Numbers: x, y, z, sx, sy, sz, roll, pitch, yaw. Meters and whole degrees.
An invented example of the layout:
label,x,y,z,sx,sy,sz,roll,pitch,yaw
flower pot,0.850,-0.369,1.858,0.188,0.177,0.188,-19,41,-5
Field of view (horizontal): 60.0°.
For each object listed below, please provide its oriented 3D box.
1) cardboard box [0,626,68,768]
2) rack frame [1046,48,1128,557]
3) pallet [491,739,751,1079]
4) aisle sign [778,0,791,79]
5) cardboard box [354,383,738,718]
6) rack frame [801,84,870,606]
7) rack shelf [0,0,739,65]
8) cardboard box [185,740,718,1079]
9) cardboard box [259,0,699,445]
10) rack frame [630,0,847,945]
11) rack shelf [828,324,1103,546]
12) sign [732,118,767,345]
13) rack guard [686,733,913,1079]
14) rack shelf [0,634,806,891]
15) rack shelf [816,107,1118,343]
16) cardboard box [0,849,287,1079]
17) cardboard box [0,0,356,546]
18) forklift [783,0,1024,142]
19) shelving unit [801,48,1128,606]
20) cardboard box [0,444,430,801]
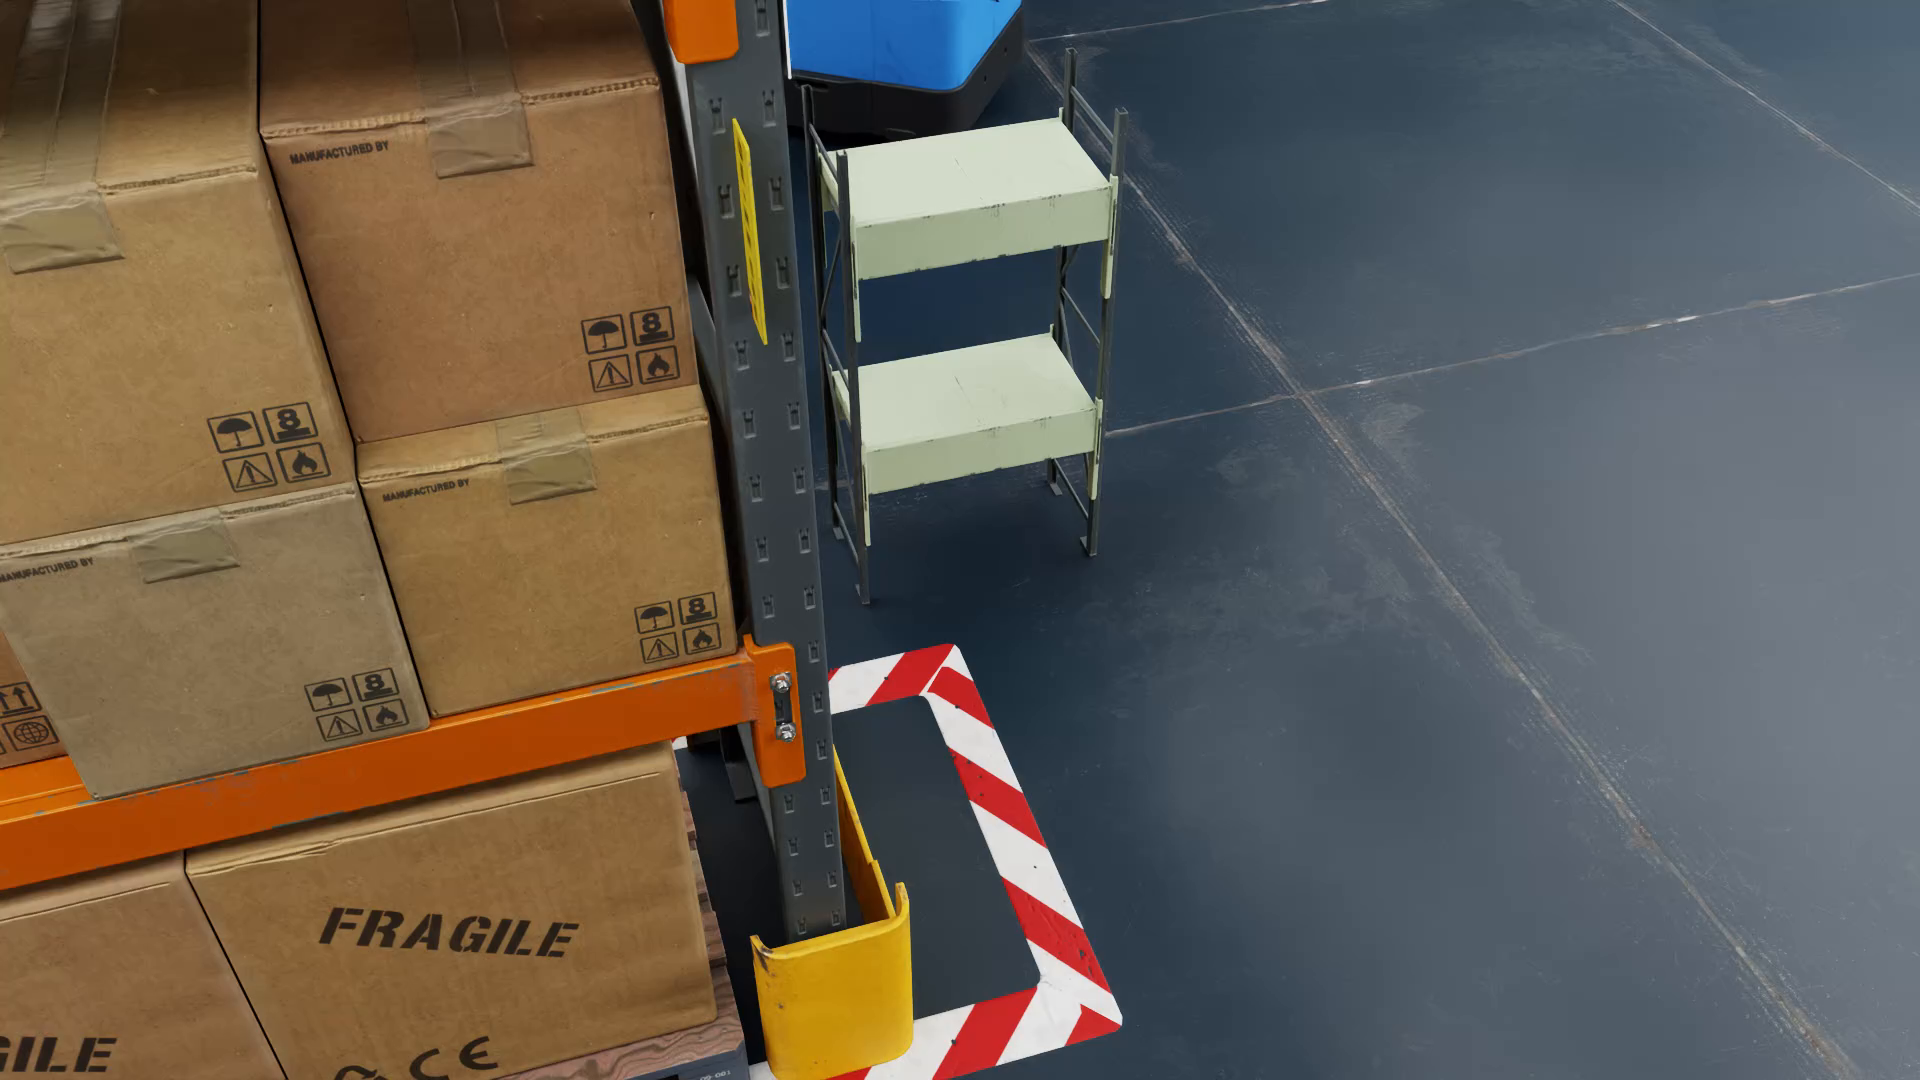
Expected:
label,x,y,z,sx,sy,sz,roll,pitch,yaw
cardboard box,-1.885,-0.063,2.928,0.550,0.550,0.875,-12,42,-13
rack frame,0.355,-0.638,4.841,0.023,1.500,0.400,-12,42,-13
pallet,-1.194,0.995,3.951,1.213,0.211,1.003,-12,42,-13
aisle sign,-0.297,-1.067,2.216,0.004,0.787,0.394,-12,42,-13
cardboard box,-0.796,-0.217,3.104,0.550,0.550,0.875,-12,42,-13
rack frame,-0.343,-0.494,4.675,0.023,1.500,0.400,-12,42,-13
rack shelf,-2.363,-0.726,2.068,4.000,0.370,1.077,-12,42,-13
cardboard box,-1.082,0.555,3.630,0.875,0.875,0.875,-11,42,-13
cardboard box,-0.821,-0.676,2.810,0.550,0.550,0.875,-12,42,-13
rack frame,-0.455,-0.262,3.270,0.127,3.000,1.000,-12,42,-13
rack shelf,0.006,-0.321,4.973,0.720,0.370,0.431,-12,42,-13
sign,-0.305,-0.444,2.419,0.005,0.325,0.100,-12,42,-13
rack guard,-0.432,0.674,4.098,0.348,0.500,1.175,-12,42,-13
rack shelf,-2.363,0.404,3.055,4.000,0.370,1.077,-12,42,-13
rack shelf,0.006,-0.860,4.501,0.720,0.370,0.431,-12,42,-13
cardboard box,-1.921,0.730,3.430,0.875,0.875,0.875,-12,43,-14
cardboard box,-1.318,-0.510,2.619,0.550,0.550,0.875,-12,42,-13
forklift,-1.283,-3.353,6.860,3.031,2.935,1.130,12,43,14
shelving unit,0.006,-0.566,4.758,0.755,1.500,0.431,-12,42,-13
cardboard box,-1.314,-0.095,2.964,0.550,0.550,0.875,-12,42,-13
